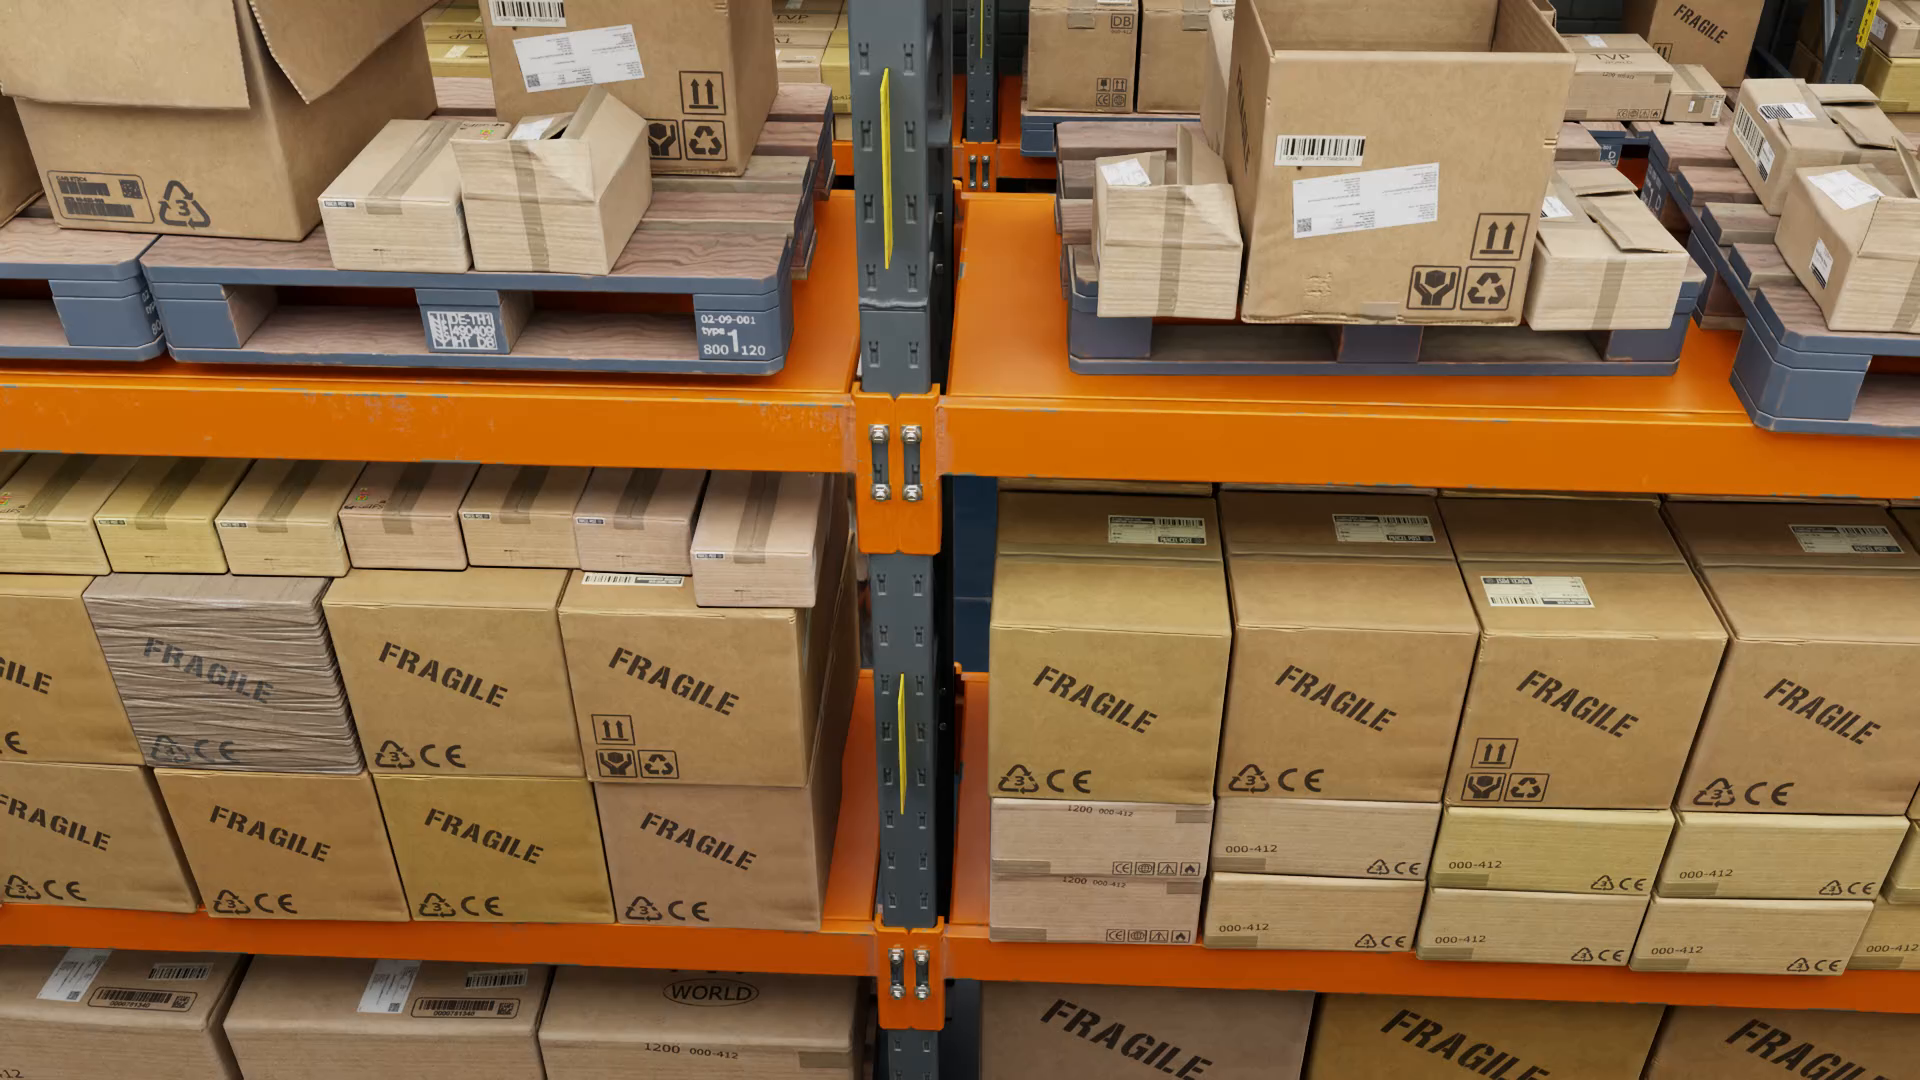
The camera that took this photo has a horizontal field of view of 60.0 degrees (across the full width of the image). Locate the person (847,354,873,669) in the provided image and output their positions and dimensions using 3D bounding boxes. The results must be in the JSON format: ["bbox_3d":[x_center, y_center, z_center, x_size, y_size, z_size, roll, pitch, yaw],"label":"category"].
[{"bbox_3d":[-0.415,0.052,6.041,0.589,1.772,0.554,-15,38,-20],"label":"person"}]
